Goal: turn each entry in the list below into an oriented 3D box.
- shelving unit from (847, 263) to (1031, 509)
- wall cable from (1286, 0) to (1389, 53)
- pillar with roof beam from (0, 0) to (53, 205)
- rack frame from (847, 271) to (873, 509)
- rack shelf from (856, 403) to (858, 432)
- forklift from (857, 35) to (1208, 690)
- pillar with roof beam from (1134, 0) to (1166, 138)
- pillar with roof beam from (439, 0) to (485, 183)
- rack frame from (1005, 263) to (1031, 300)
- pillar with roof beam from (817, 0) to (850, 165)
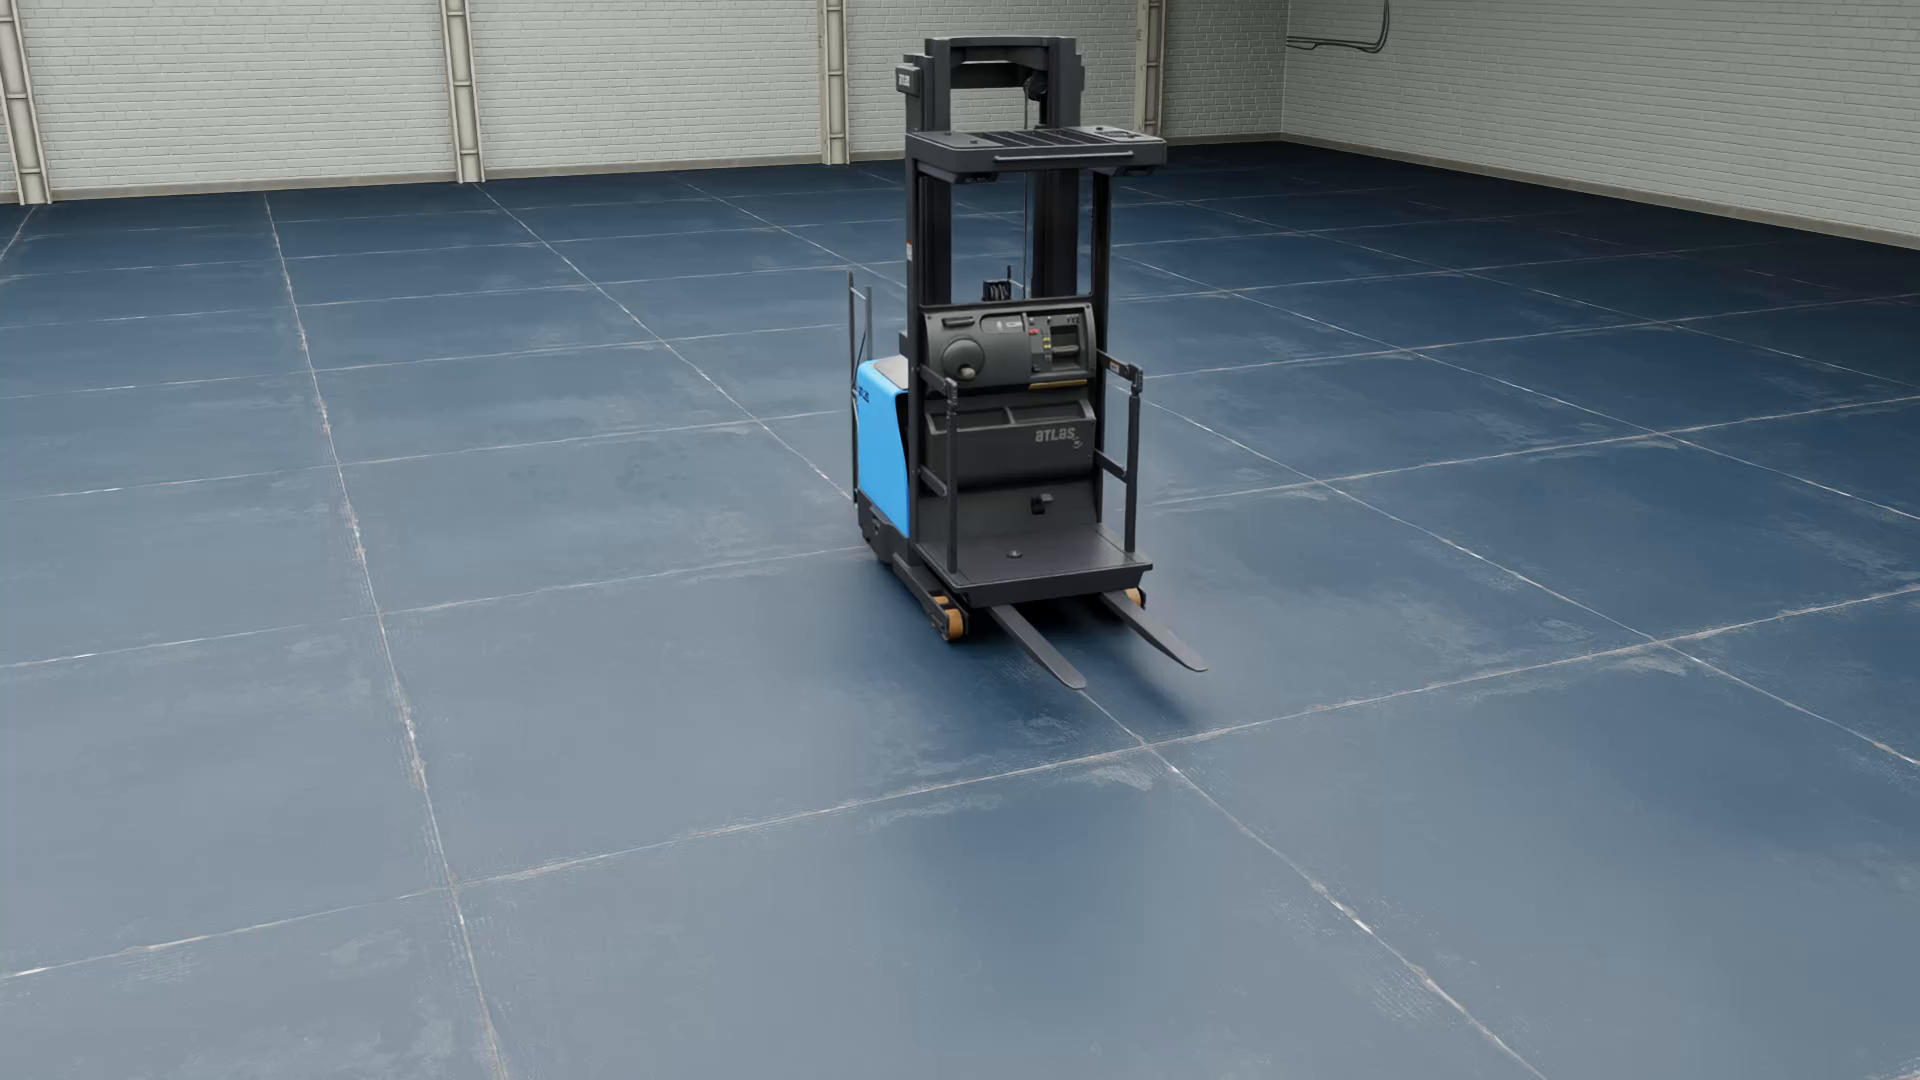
[{"bbox_3d":[-0.118,-0.909,10.345,1.048,1.500,0.538,-6,20,-16],"label":"shelving unit"},{"bbox_3d":[6.636,-9.926,29.337,0.112,2.526,3.097,-8,21,-22],"label":"wall cable"},{"bbox_3d":[-11.416,-7.725,18.413,0.400,9.000,9.100,-8,21,-22],"label":"pillar with roof beam"},{"bbox_3d":[-0.605,-0.860,10.207,0.032,1.500,0.500,-6,20,-16],"label":"rack frame"},{"bbox_3d":[-0.118,-0.739,10.405,1.000,0.185,0.538,-6,20,-16],"label":"rack shelf"},{"bbox_3d":[0.339,-1.016,8.493,1.130,2.935,3.031,-6,20,-18],"label":"forklift"},{"bbox_3d":[5.112,-10.093,25.138,0.400,9.000,9.100,-8,21,-22],"label":"pillar with roof beam"},{"bbox_3d":[-5.906,-8.514,20.654,0.400,9.000,9.100,-8,21,-22],"label":"pillar with roof beam"},{"bbox_3d":[0.369,-0.958,10.483,0.032,1.500,0.500,-6,20,-16],"label":"rack frame"},{"bbox_3d":[-0.397,-9.304,22.896,0.400,9.000,9.100,-8,21,-22],"label":"pillar with roof beam"}]
